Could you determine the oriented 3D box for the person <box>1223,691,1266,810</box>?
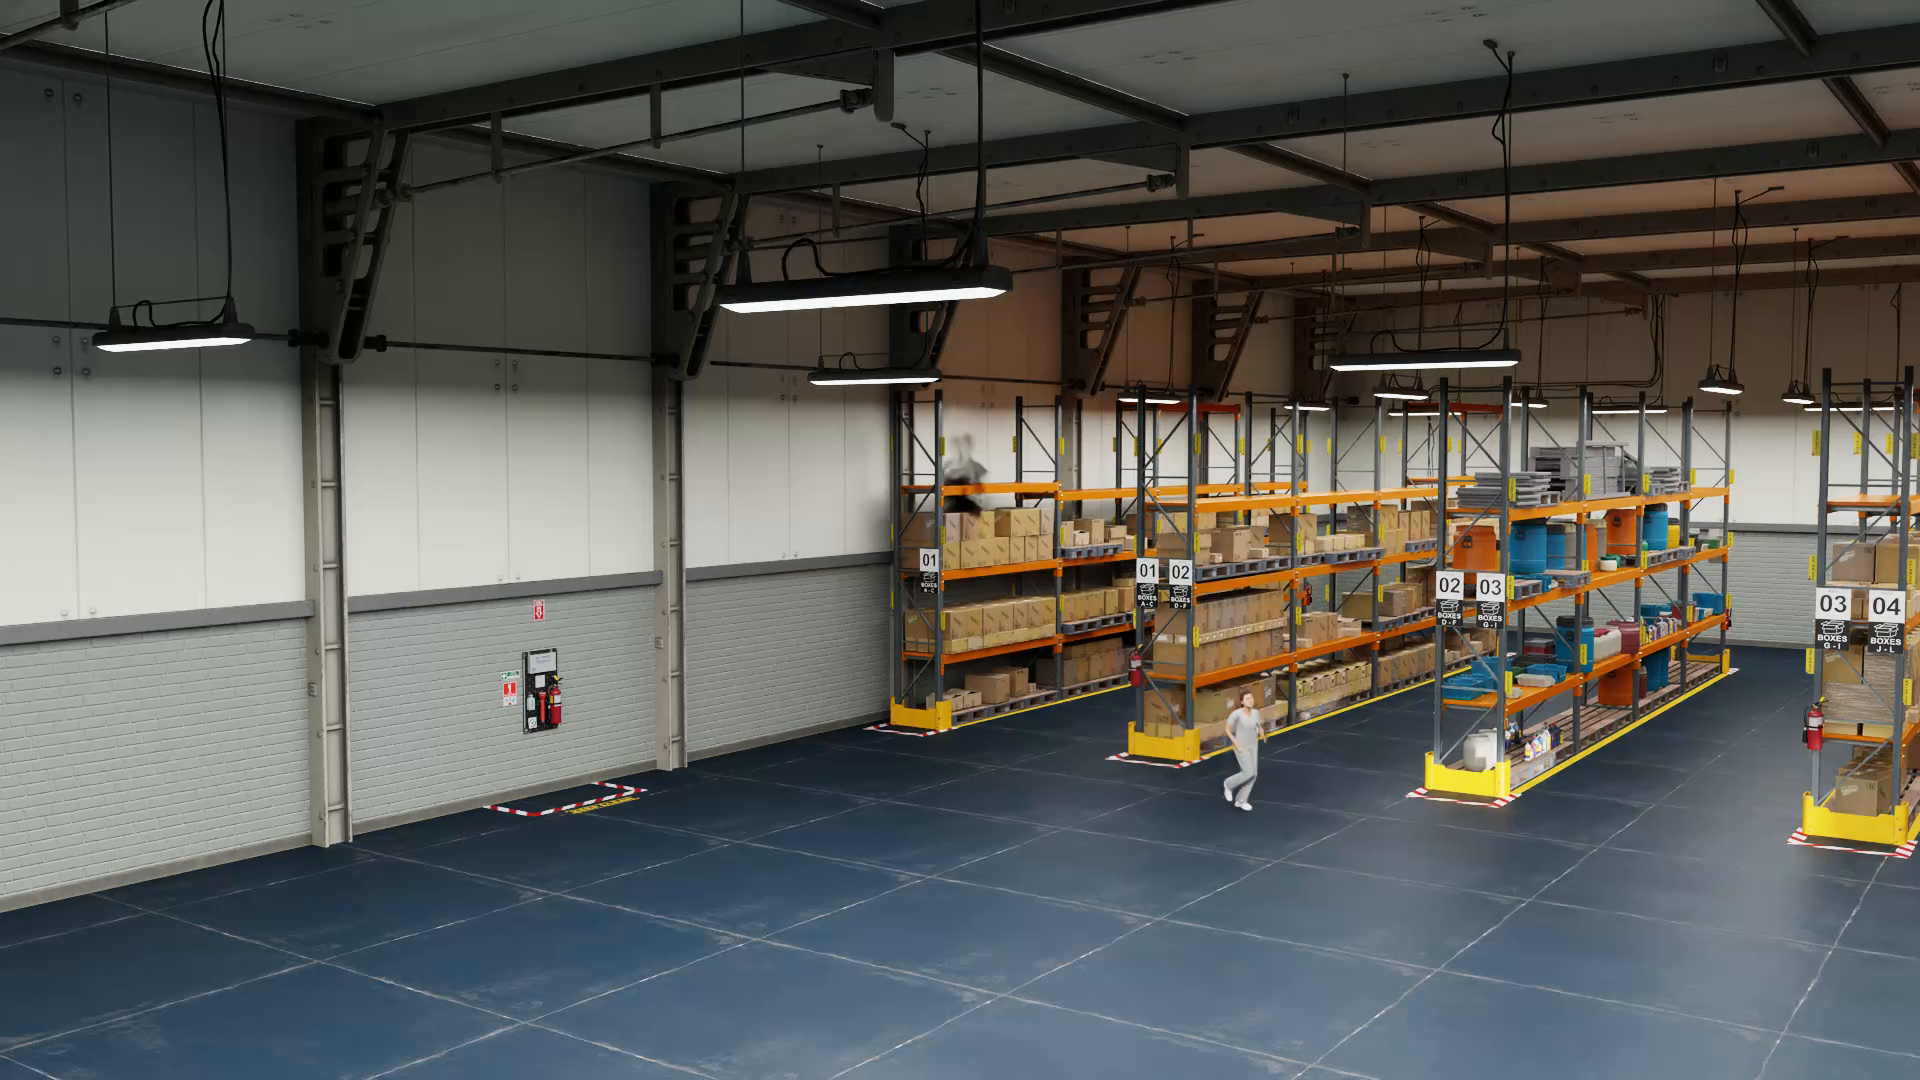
[{"bbox_3d":[3.961,2.897,22.999,0.557,1.638,0.593,-2,4,-28],"label":"person"}]
